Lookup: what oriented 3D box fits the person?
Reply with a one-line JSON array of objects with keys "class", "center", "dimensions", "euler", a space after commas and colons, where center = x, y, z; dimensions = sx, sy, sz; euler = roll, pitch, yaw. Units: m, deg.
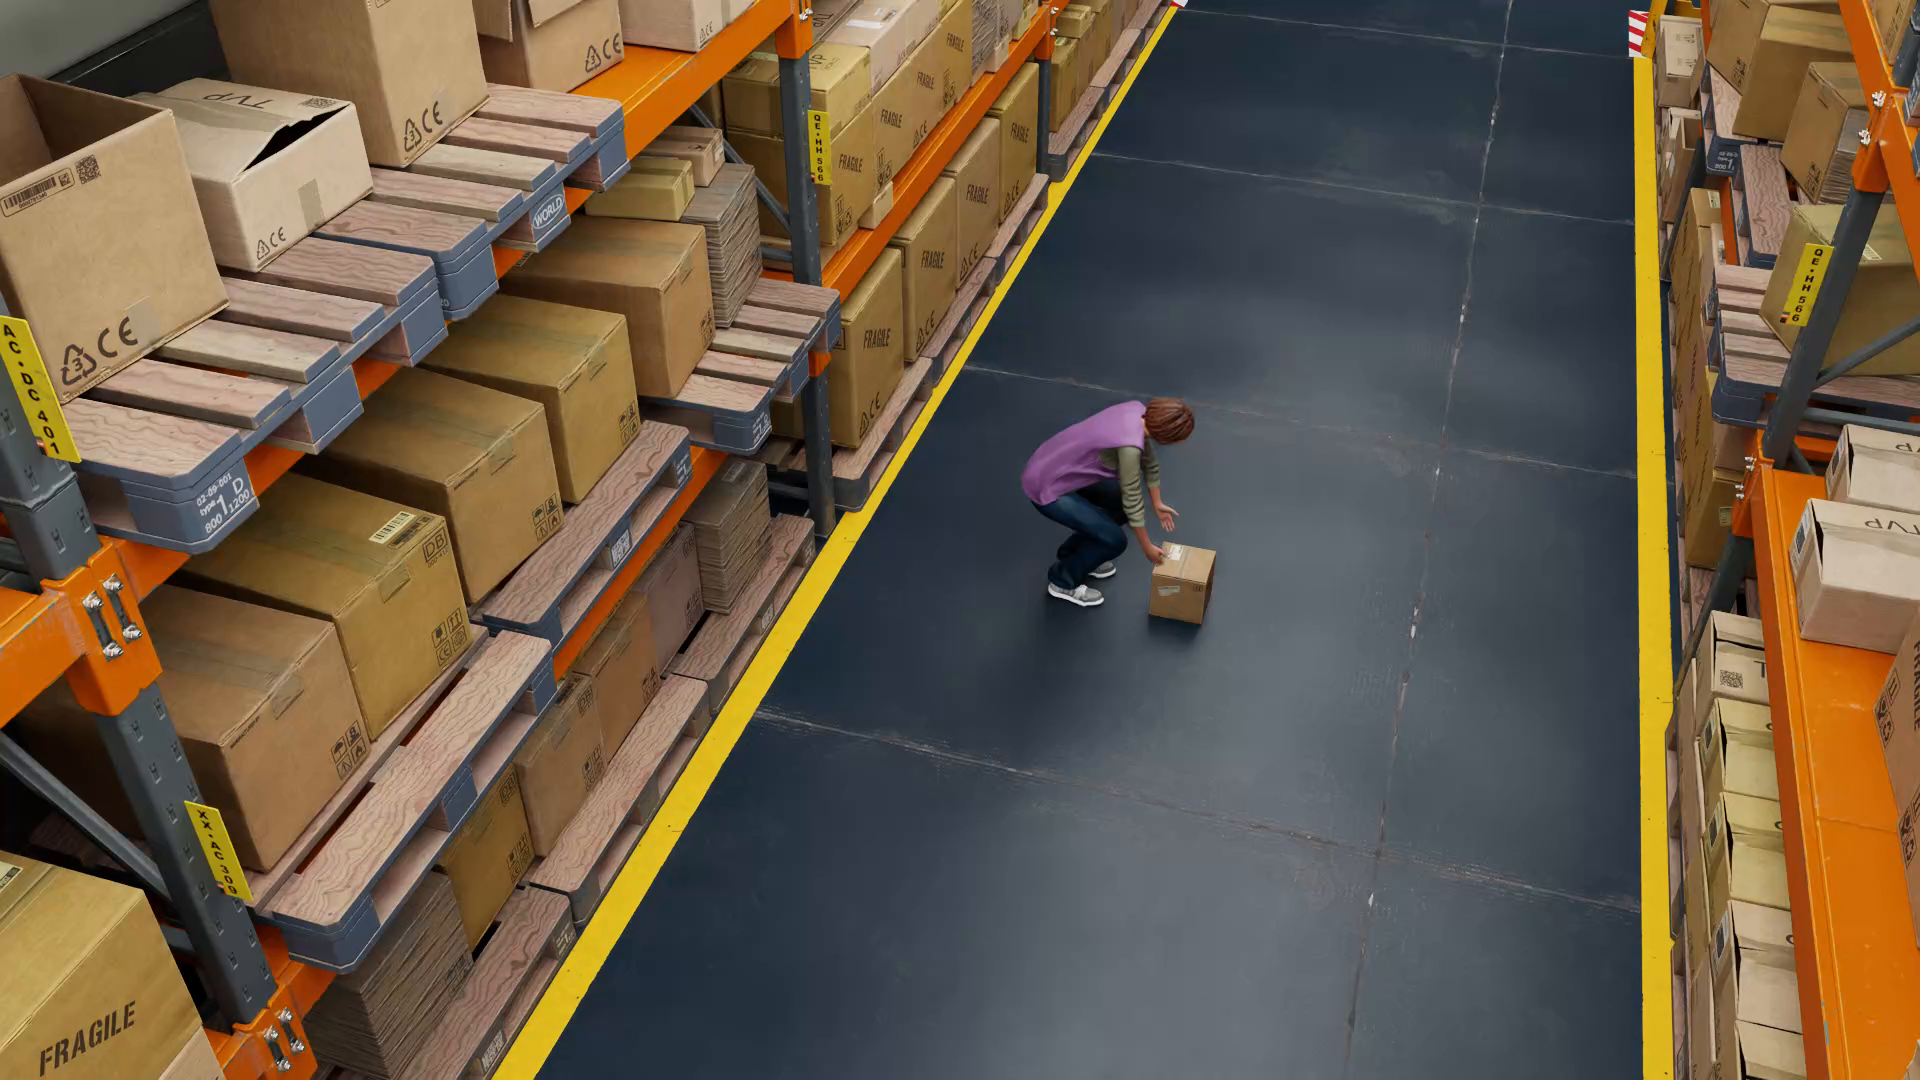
[{"class": "person", "center": [0.661, -0.219, 7.613], "dimensions": [0.754, 1.075, 0.461], "euler": [11, 39, 14]}]
